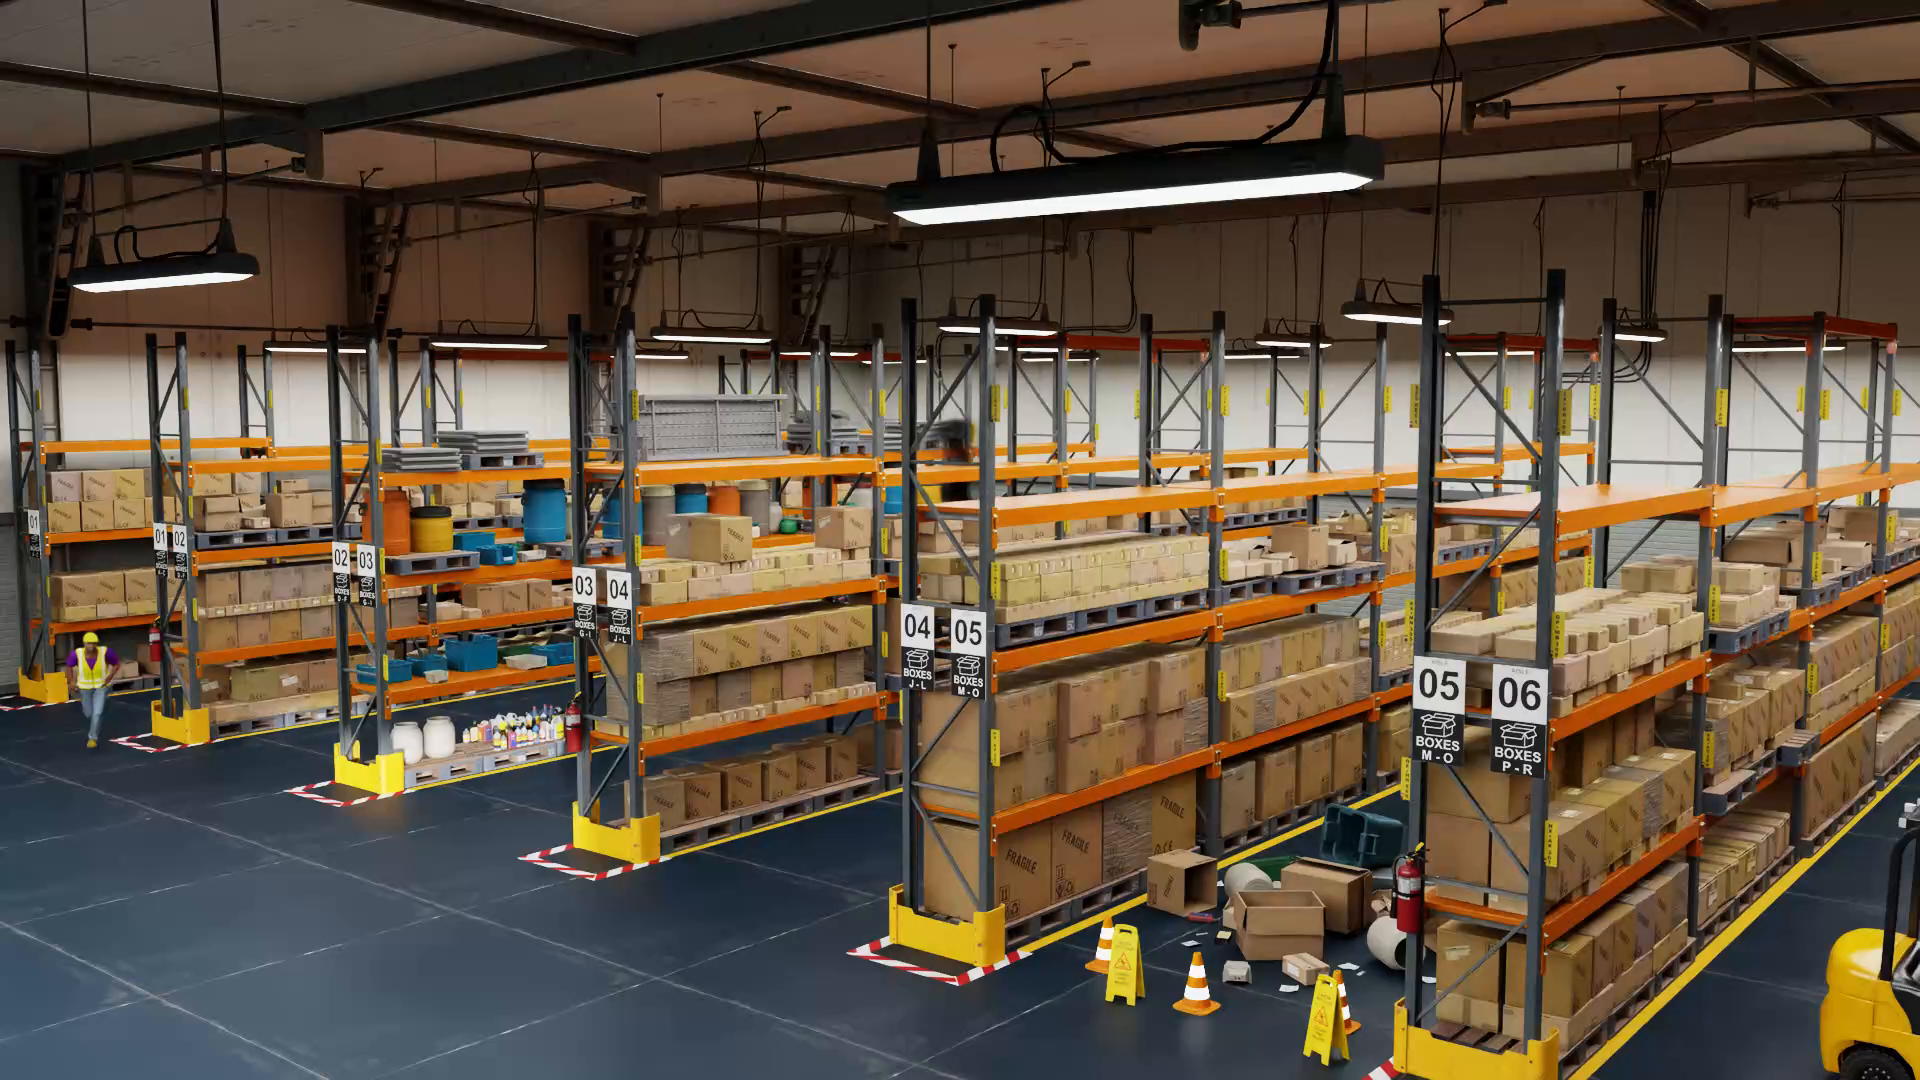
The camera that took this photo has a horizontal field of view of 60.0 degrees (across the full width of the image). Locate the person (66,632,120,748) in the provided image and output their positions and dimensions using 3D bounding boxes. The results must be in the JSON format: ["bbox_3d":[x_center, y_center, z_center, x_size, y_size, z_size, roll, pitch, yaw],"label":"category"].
[{"bbox_3d":[-12.645,2.158,24.291,0.704,1.695,0.874,-2,6,-25],"label":"person"}]
